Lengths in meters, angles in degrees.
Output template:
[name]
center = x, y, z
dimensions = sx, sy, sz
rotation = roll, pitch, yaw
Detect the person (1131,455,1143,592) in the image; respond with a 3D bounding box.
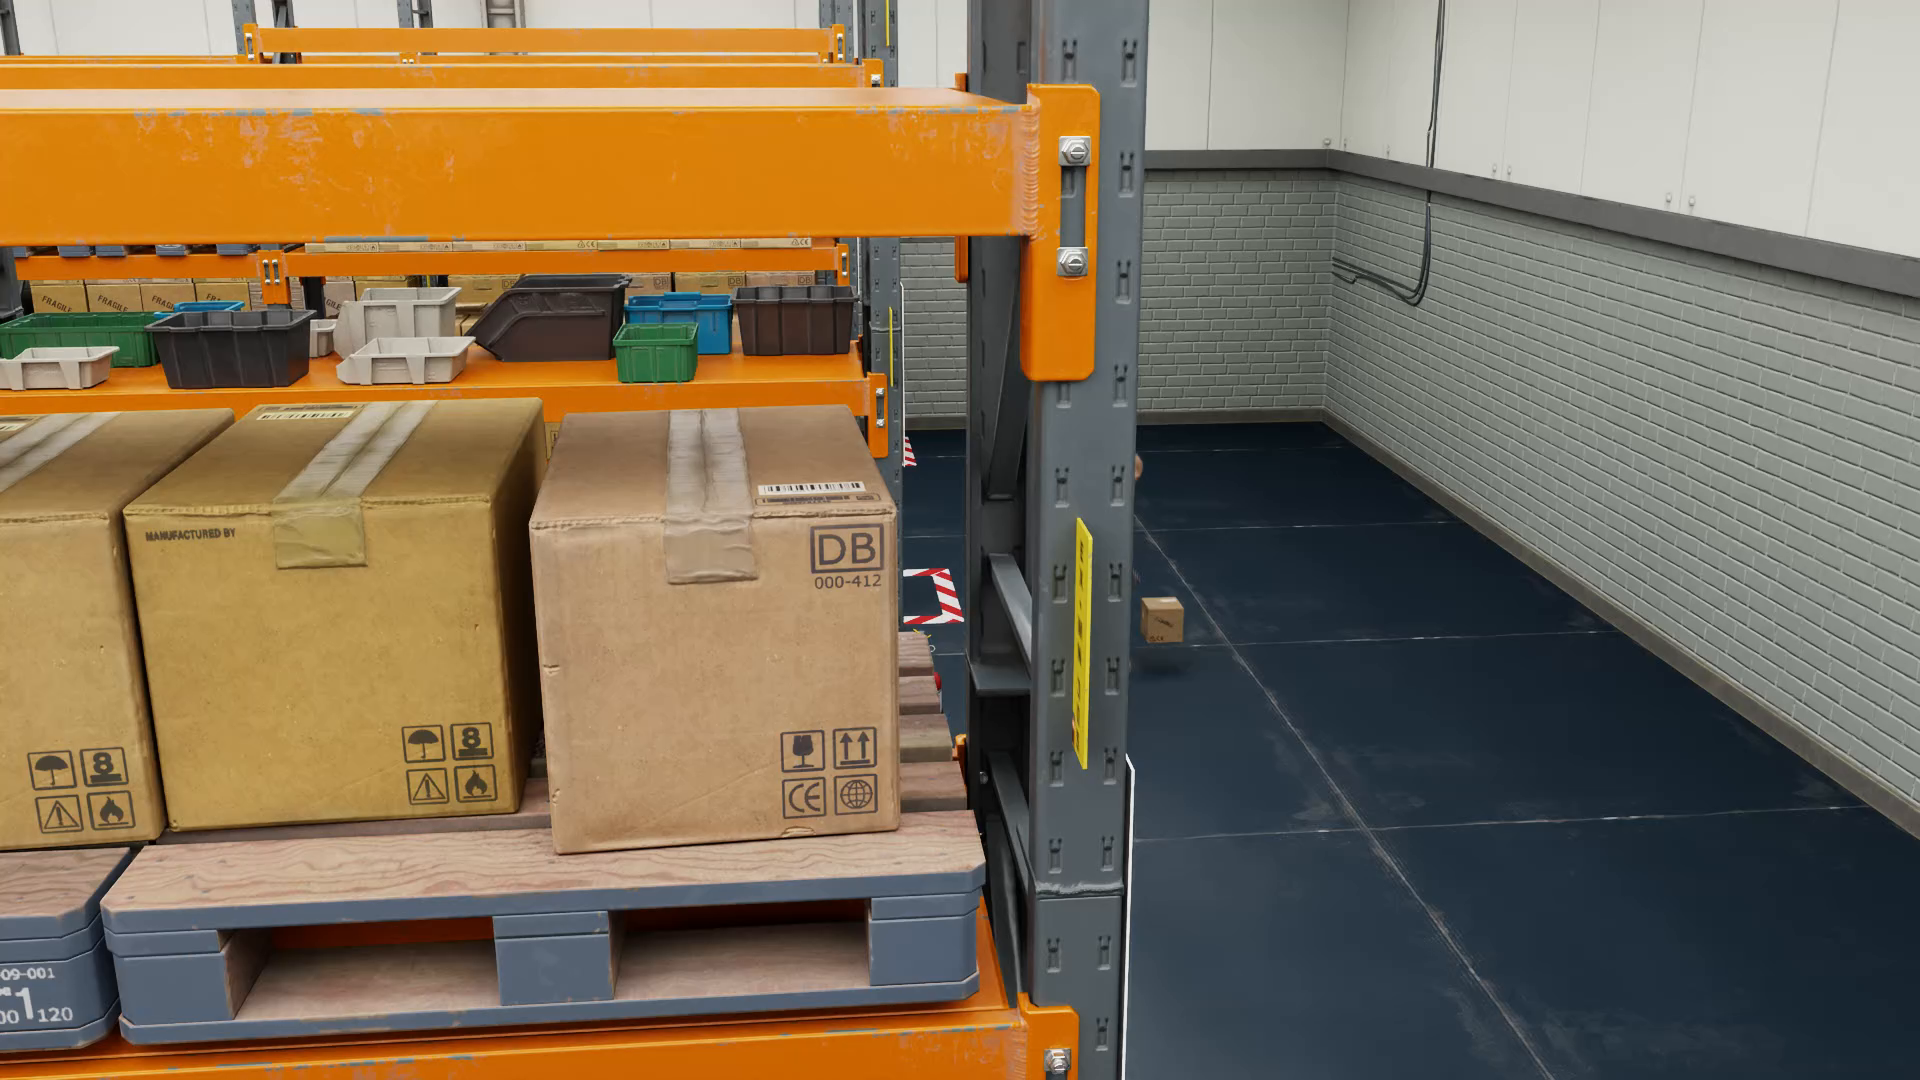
[person]
center = 0.935, 0.150, 11.503
dimensions = 0.635, 1.532, 0.628
rotation = -2, 17, -5
